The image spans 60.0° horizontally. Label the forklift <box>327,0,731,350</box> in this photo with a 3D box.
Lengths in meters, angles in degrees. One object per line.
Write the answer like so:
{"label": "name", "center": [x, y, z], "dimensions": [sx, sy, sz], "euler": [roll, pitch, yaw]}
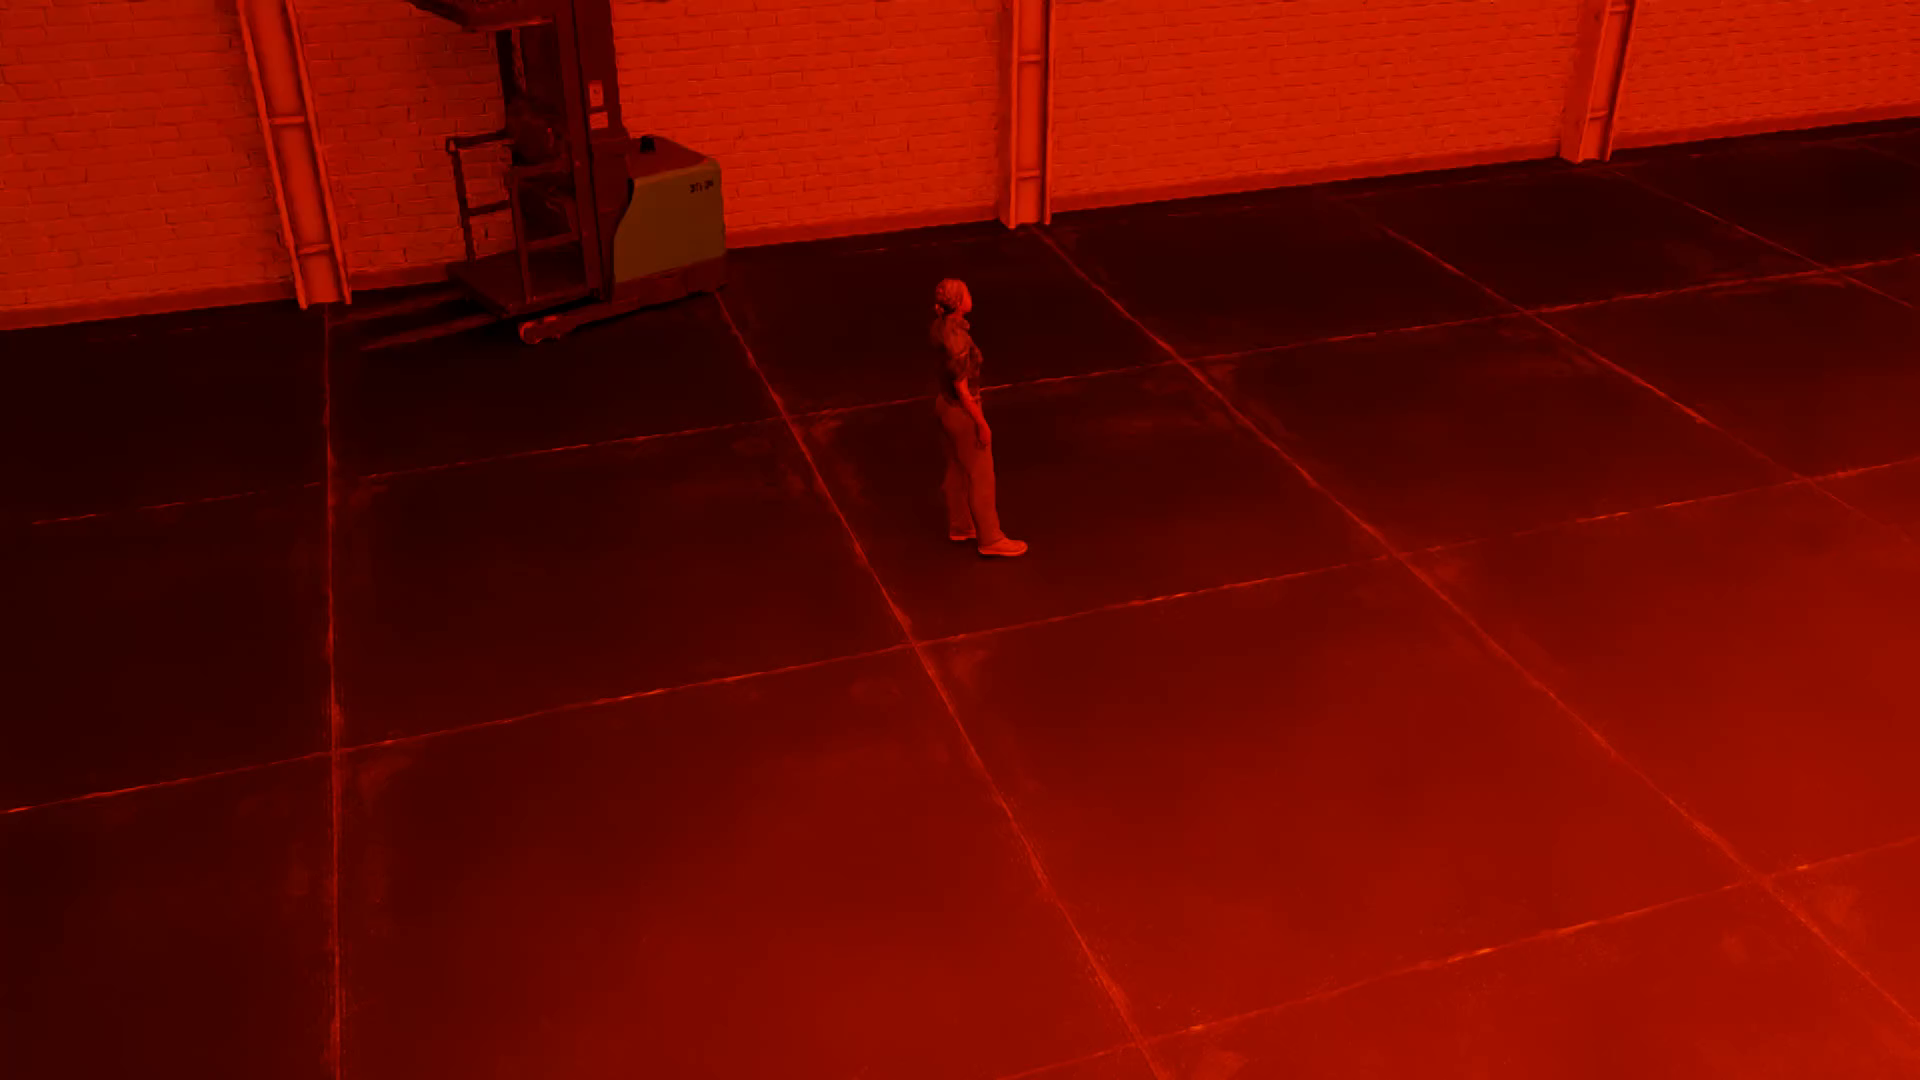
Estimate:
{"label": "forklift", "center": [-3.338, -3.047, 12.383], "dimensions": [3.031, 2.935, 1.130], "euler": [-22, 36, -33]}

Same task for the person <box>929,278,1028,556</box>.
{"label": "person", "center": [0.089, -0.728, 9.618], "dimensions": [0.503, 1.654, 0.570], "euler": [-10, 31, -16]}
